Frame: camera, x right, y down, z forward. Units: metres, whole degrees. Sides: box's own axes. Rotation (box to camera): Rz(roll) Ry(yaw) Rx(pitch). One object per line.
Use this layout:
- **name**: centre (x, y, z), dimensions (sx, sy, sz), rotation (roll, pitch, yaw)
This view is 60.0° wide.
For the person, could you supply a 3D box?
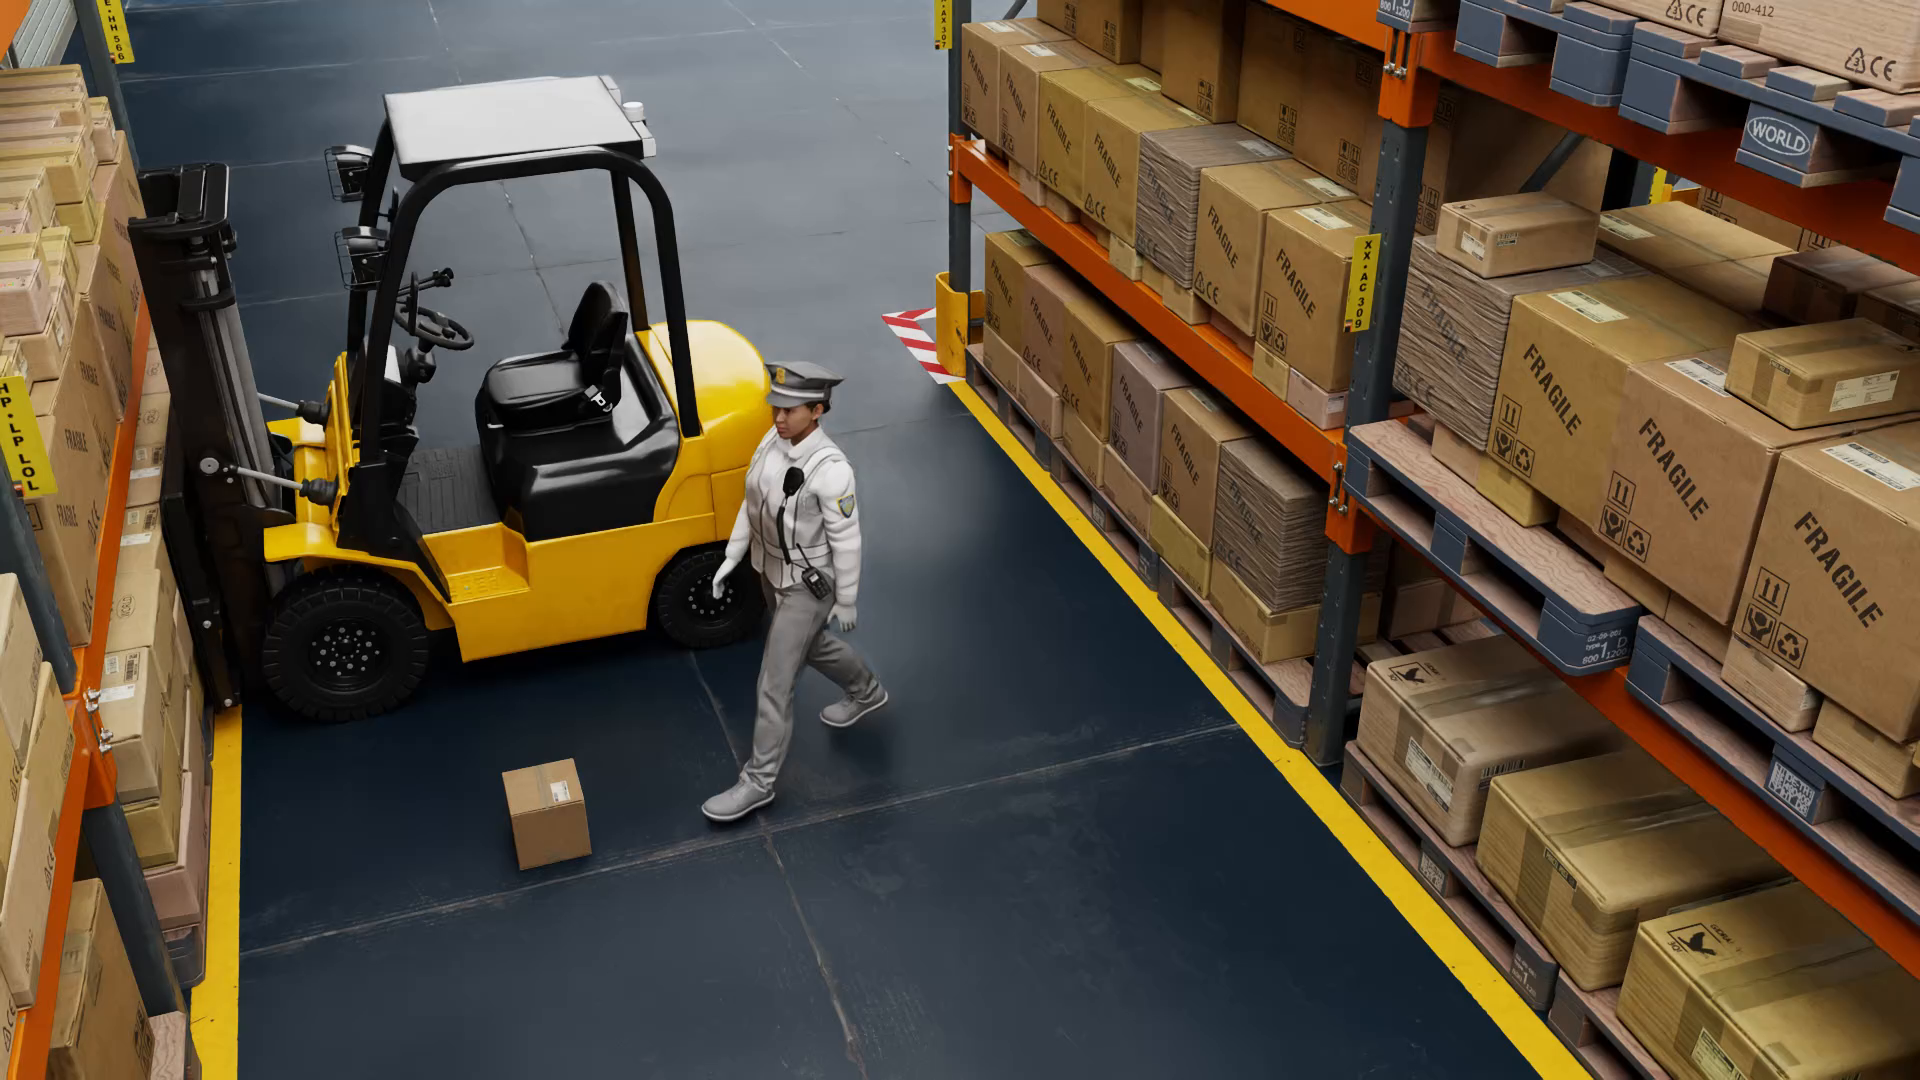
- **person**: centre (-0.612, 0.130, 5.873), dimensions (0.902, 1.645, 0.505), rotation (-19, 35, -29)
